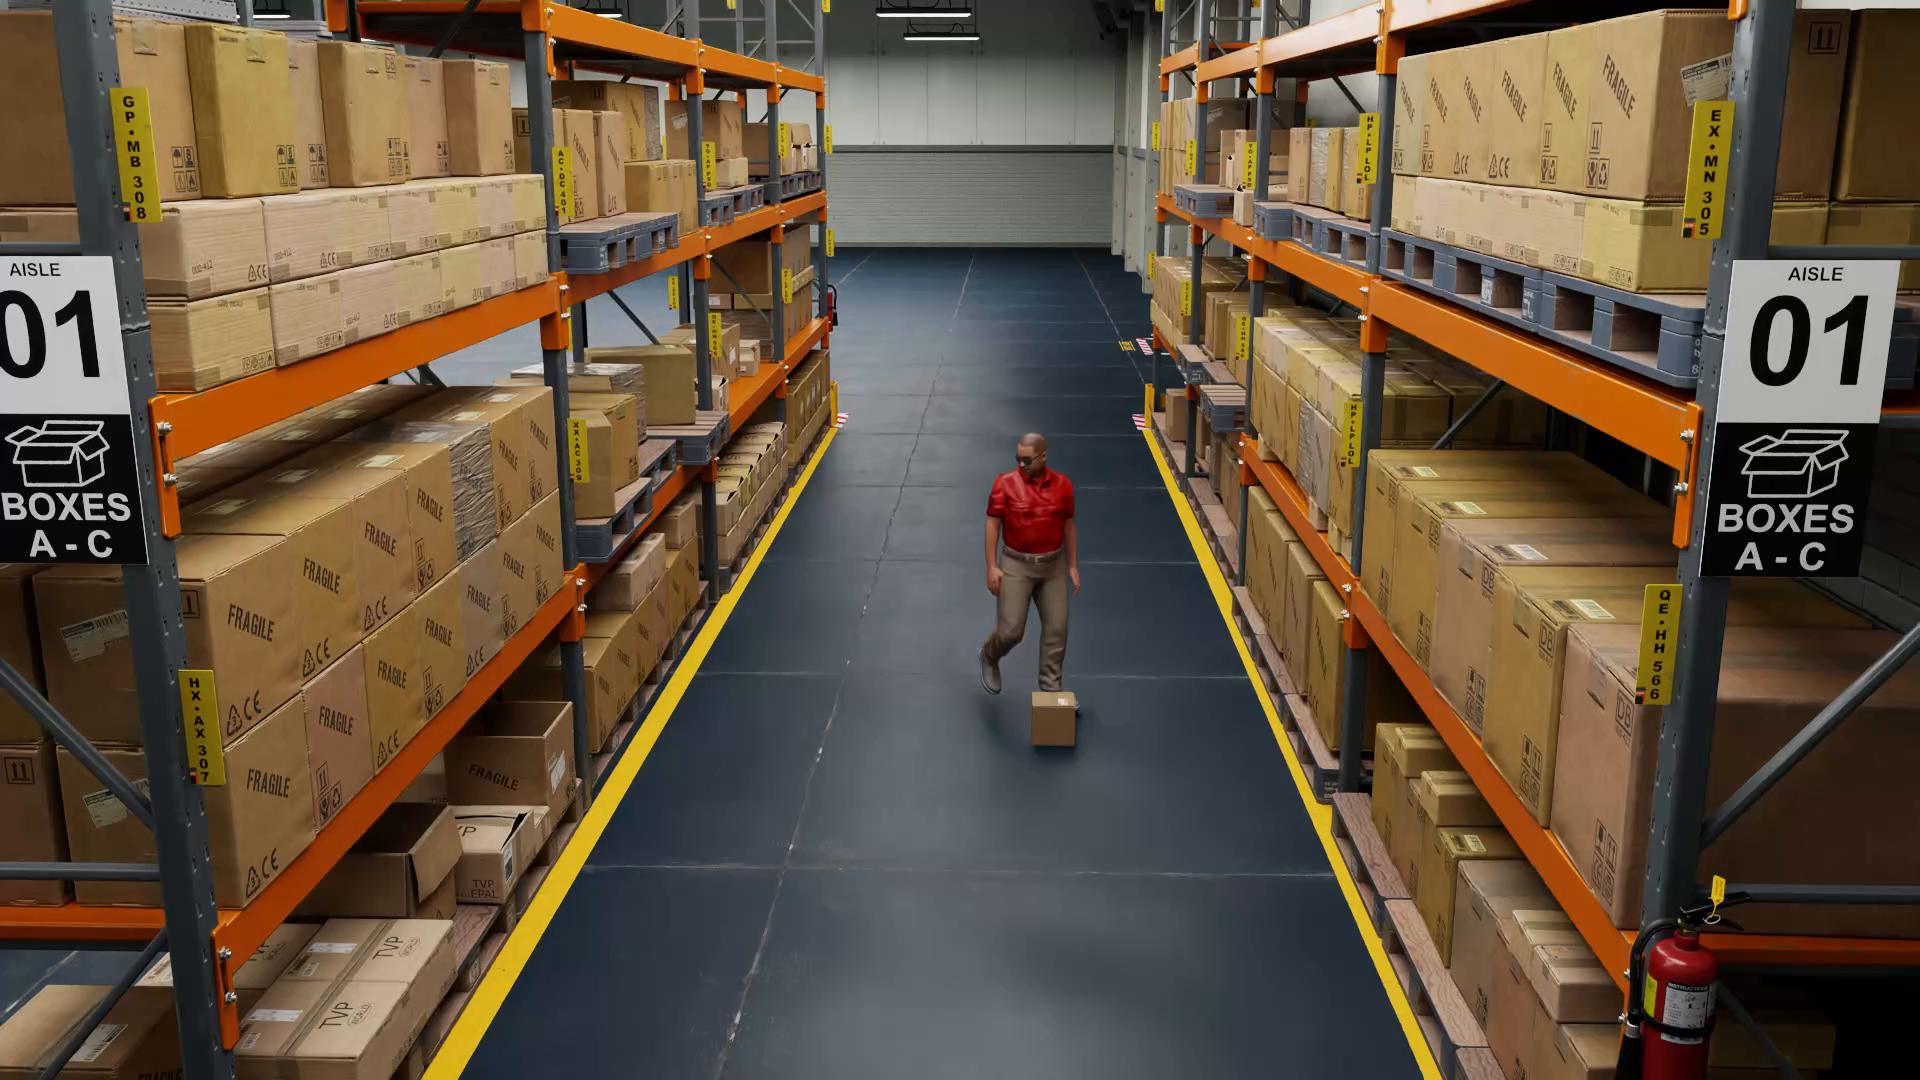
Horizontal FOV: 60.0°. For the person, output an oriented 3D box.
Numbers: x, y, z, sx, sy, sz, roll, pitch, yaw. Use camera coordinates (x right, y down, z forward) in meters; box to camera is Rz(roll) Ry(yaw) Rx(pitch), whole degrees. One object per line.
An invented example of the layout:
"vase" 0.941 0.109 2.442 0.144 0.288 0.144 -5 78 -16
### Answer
"person" 0.439 0.179 10.241 0.581 1.715 0.650 -5 15 -20
